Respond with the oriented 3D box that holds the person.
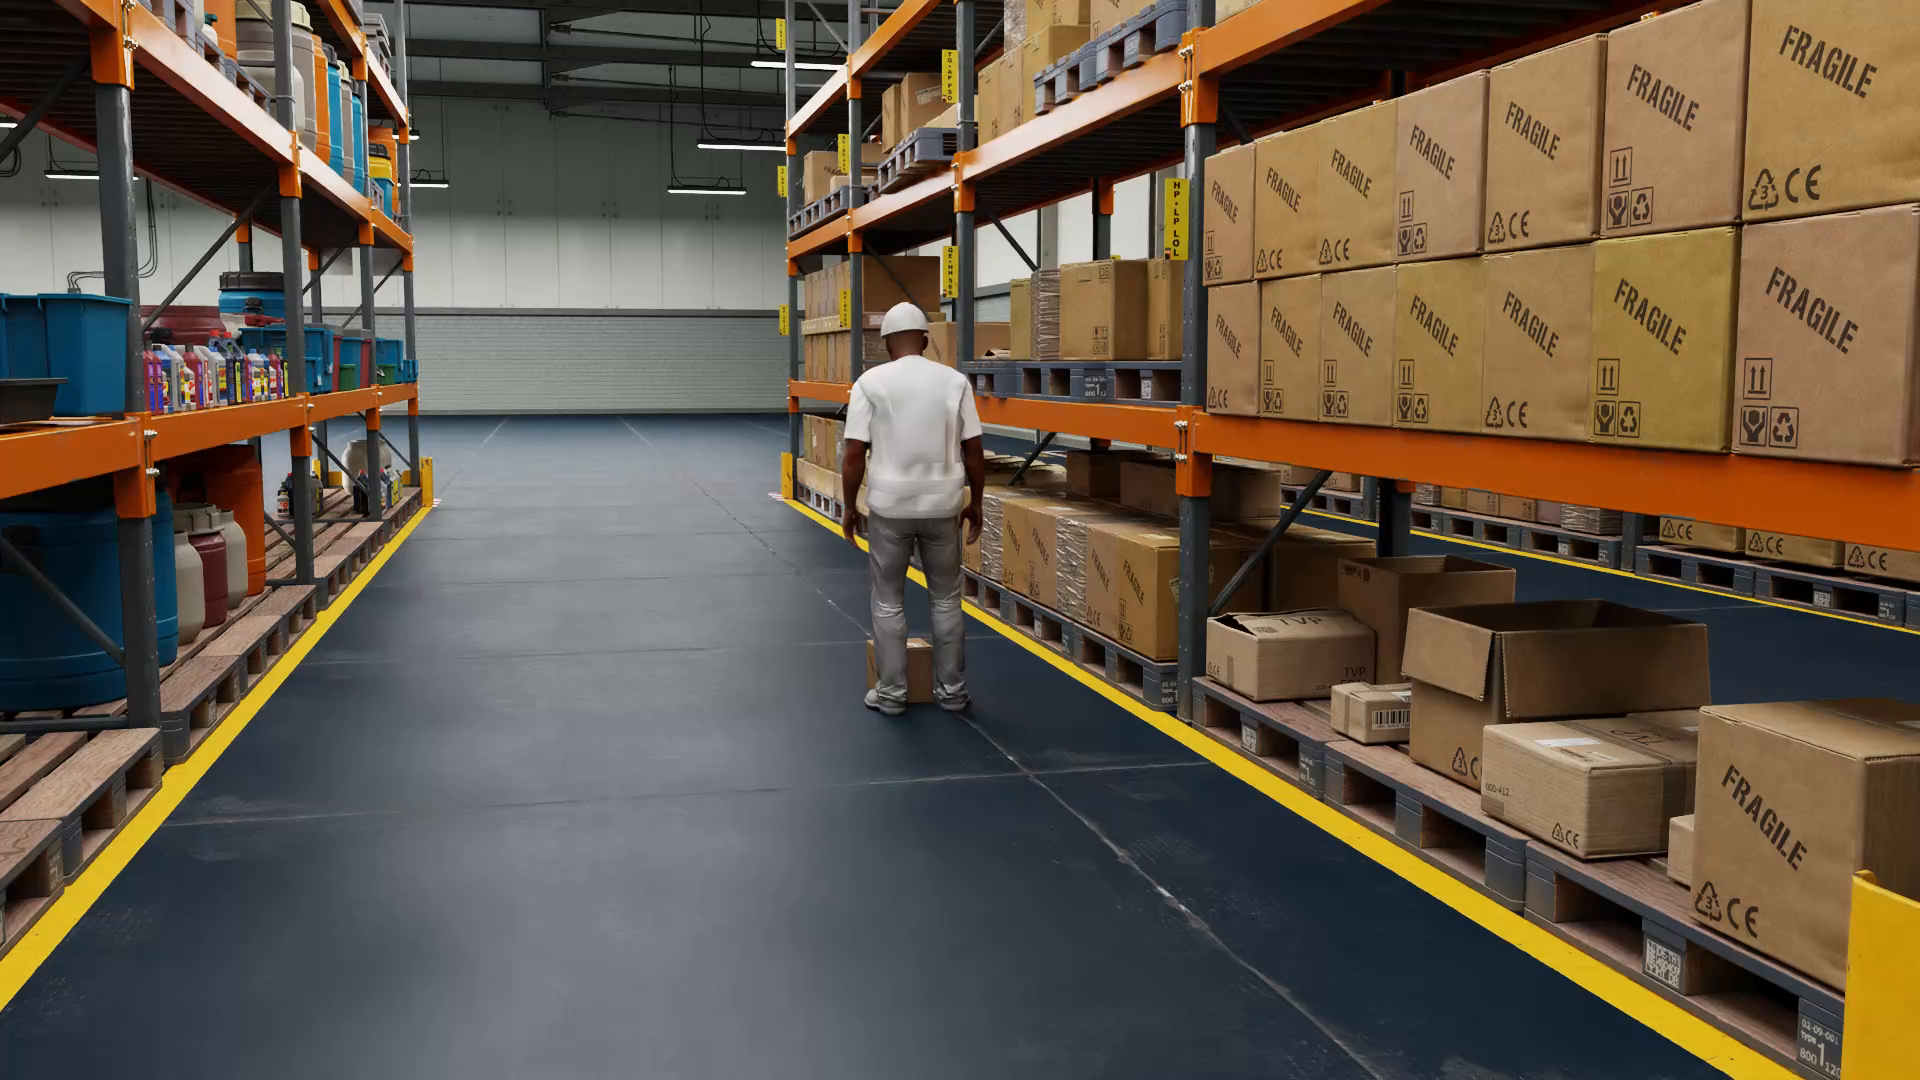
[{"bbox_3d":[-0.202,-0.138,7.172,0.627,1.760,0.461,-1,6,-13],"label":"person"}]
